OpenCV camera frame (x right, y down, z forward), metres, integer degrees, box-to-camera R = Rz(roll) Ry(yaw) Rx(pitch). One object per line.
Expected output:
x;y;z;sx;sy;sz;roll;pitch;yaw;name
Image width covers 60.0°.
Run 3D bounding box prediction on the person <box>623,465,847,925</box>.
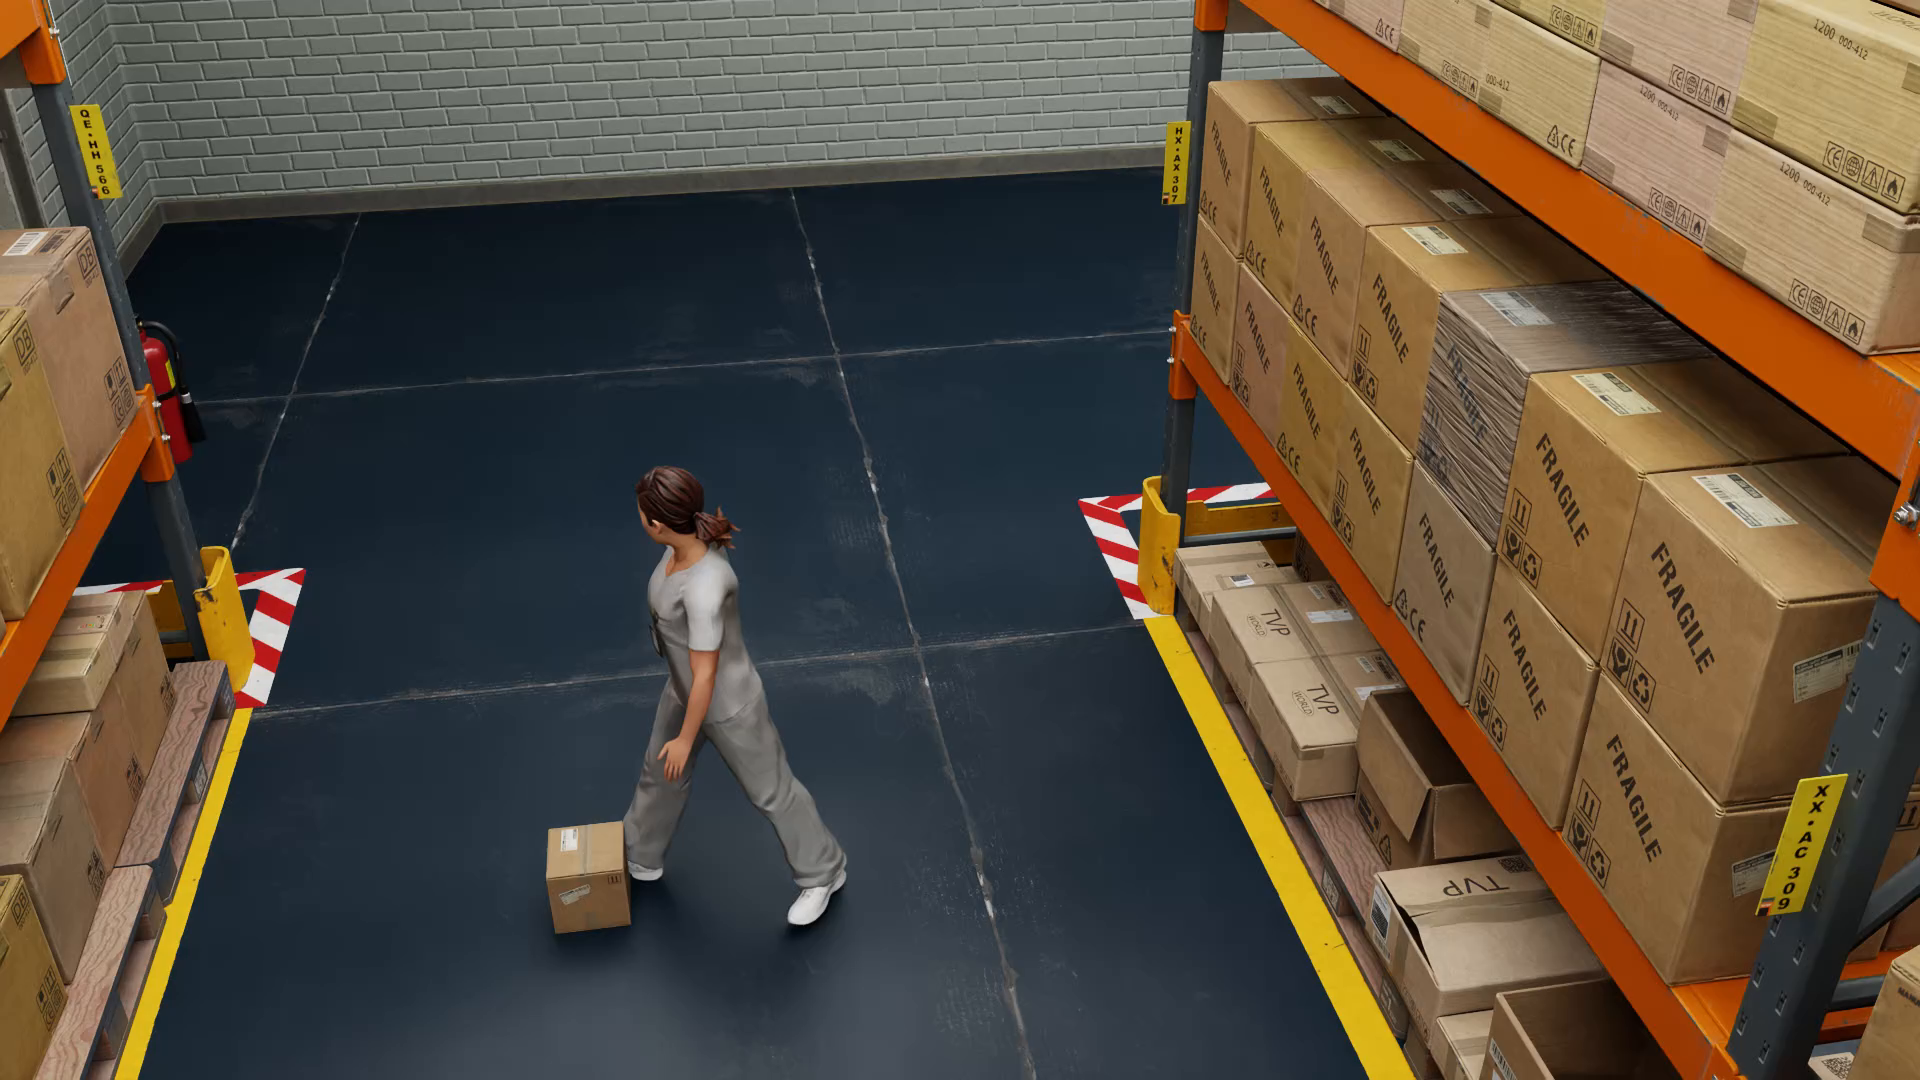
-0.830;0.504;5.277;0.851;1.634;0.603;-13;33;-21;person
